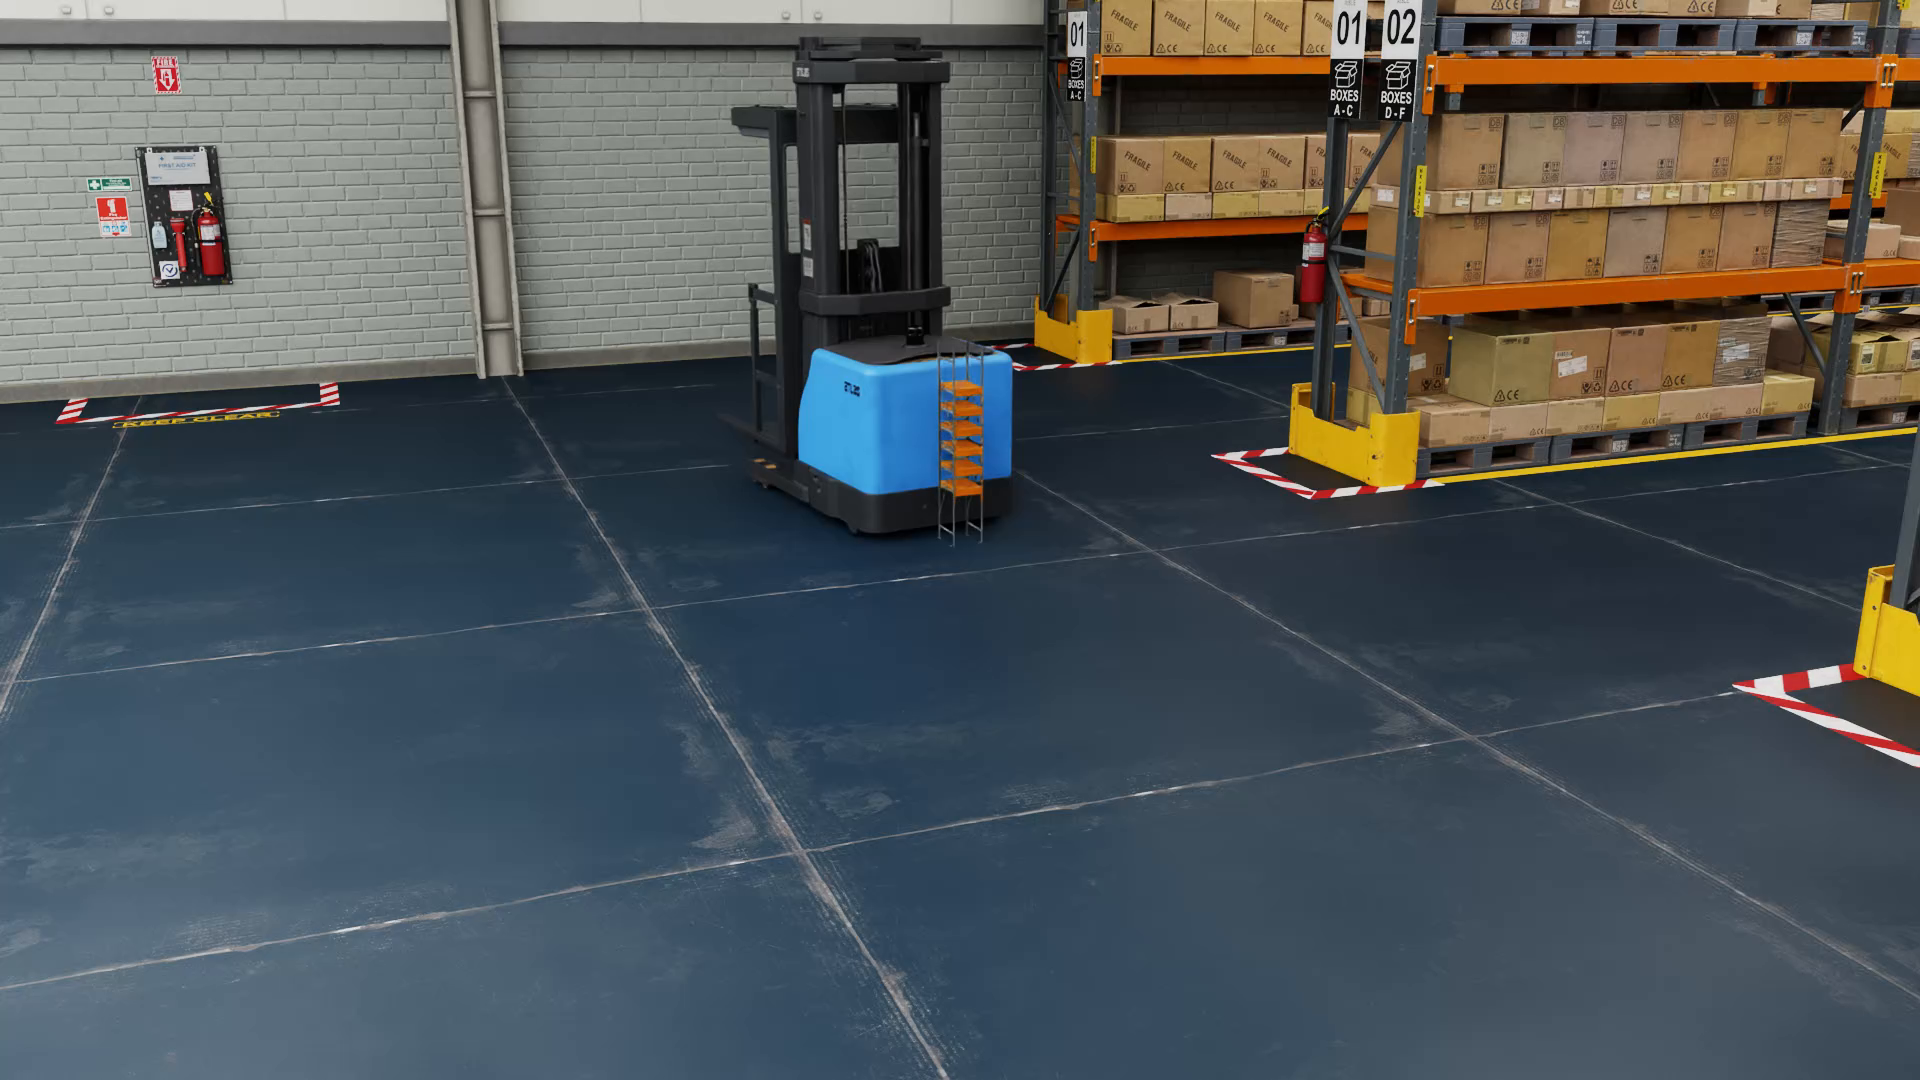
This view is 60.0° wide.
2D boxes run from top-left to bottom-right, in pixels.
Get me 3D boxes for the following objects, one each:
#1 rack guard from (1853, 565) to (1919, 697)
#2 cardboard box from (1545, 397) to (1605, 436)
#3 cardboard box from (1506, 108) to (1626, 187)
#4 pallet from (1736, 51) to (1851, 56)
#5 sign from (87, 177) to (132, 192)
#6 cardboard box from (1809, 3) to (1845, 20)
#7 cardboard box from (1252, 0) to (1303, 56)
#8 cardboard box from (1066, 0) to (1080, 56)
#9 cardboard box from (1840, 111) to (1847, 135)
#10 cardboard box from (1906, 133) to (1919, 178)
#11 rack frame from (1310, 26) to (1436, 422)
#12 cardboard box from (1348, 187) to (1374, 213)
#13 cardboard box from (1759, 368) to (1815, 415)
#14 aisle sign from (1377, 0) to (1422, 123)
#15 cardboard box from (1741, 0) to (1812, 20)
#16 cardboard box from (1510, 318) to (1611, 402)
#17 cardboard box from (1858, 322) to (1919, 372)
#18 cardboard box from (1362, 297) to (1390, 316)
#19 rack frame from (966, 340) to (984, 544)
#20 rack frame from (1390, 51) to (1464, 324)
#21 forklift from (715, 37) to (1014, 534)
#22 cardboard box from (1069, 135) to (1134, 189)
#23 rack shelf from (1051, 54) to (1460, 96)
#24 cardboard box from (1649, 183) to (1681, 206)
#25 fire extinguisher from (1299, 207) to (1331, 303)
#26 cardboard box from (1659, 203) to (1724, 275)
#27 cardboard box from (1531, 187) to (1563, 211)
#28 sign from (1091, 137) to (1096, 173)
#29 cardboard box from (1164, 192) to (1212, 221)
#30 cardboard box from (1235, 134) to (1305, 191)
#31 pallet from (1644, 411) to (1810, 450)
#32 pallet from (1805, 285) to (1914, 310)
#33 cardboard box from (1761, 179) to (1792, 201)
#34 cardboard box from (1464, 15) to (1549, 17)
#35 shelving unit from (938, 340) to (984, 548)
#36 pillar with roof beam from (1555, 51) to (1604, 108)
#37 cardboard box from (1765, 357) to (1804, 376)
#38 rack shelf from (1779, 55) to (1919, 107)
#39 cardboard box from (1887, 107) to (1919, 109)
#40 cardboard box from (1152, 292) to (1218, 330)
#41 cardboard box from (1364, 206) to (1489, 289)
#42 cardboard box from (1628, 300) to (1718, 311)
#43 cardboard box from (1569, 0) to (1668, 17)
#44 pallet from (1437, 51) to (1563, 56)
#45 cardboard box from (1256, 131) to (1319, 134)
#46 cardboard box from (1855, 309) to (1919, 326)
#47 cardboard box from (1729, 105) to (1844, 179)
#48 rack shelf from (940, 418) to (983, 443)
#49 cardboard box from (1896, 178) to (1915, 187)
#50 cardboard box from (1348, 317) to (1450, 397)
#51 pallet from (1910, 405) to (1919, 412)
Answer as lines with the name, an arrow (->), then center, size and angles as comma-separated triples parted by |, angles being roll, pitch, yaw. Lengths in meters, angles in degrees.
rack guard -> 4.630, 0.515, 7.456 | 0.348, 0.500, 1.175 | -6, 17, -20
cardboard box -> 4.320, -0.947, 12.134 | 0.500, 0.250, 0.500 | -6, 17, -20
cardboard box -> 4.256, -2.792, 11.804 | 0.500, 0.500, 0.700 | -6, 17, -20
pallet -> 9.083, -5.504, 18.531 | 1.003, 0.211, 1.213 | -5, 17, -18
sign -> -7.095, -2.965, 13.869 | 0.331, 0.109, 0.001 | -6, 17, -20
cardboard box -> 9.409, -5.907, 18.606 | 0.500, 0.500, 0.700 | -7, 18, -23
cardboard box -> 2.923, -4.893, 15.900 | 0.500, 0.500, 0.500 | -5, 17, -17
cardboard box -> 1.330, -4.876, 15.842 | 0.500, 0.500, 0.500 | -5, 17, -16
cardboard box -> 9.519, -4.669, 18.604 | 0.500, 0.250, 0.500 | -6, 18, -21
cardboard box -> 10.951, -4.465, 19.239 | 0.500, 0.500, 0.500 | -6, 17, -20
rack frame -> 2.807, -1.967, 11.474 | 0.127, 3.000, 1.000 | -6, 17, -20
cardboard box -> 3.964, -3.436, 16.705 | 0.500, 0.250, 0.500 | -6, 17, -20
cardboard box -> 6.187, -1.149, 12.821 | 0.500, 0.250, 0.500 | -6, 17, -20
aisle sign -> 2.855, -3.128, 10.811 | 0.004, 0.787, 0.394 | -6, 17, -20
cardboard box -> 5.977, -4.145, 12.395 | 0.500, 0.500, 0.500 | -5, 17, -16
cardboard box -> 4.316, -1.310, 12.038 | 0.500, 0.500, 0.500 | -6, 17, -20
cardboard box -> 7.486, -1.547, 13.183 | 0.500, 0.311, 0.500 | -6, 18, -21
cardboard box -> 4.277, -2.464, 17.411 | 0.250, 0.166, 0.380 | -9, 18, -27
rack frame -> 0.086, -0.580, 9.942 | 0.006, 1.200, 0.240 | -7, 18, -23
rack frame -> 4.766, -3.674, 17.285 | 0.127, 3.000, 1.000 | -6, 17, -20
forklift -> -0.818, -1.809, 11.057 | 1.130, 2.935, 3.031 | -9, 19, -28
cardboard box -> 1.395, -3.671, 16.176 | 0.500, 0.500, 0.500 | -6, 18, -21
rack shelf -> 2.898, -4.566, 16.277 | 4.000, 0.370, 1.077 | -6, 17, -20
cardboard box -> 4.932, -2.491, 11.928 | 0.250, 0.149, 0.380 | -6, 17, -18
fire extinguisher -> 2.530, -2.041, 11.861 | 0.183, 0.674, 0.296 | -6, 17, -20
cardboard box -> 5.170, -2.268, 12.320 | 0.500, 0.500, 0.700 | -6, 17, -19
cardboard box -> 3.966, -2.387, 11.573 | 0.250, 0.149, 0.380 | -6, 18, -21
sign -> 1.225, -3.543, 15.303 | 0.005, 0.325, 0.100 | -6, 17, -20
cardboard box -> 2.080, -3.230, 16.004 | 0.500, 0.250, 0.500 | -7, 18, -22
cardboard box -> 3.012, -3.690, 16.239 | 0.500, 0.500, 0.500 | -6, 17, -18
pallet -> 5.784, -0.964, 13.005 | 1.213, 0.211, 1.003 | -6, 17, -20
pallet -> 10.402, -2.921, 19.669 | 1.213, 0.211, 1.003 | -6, 17, -20
cardboard box -> 5.890, -2.595, 12.282 | 0.250, 0.149, 0.380 | -7, 18, -22
cardboard box -> 3.788, -3.789, 11.626 | 0.500, 0.250, 0.500 | -6, 17, -20
shelving unit -> 0.003, -0.569, 9.907 | 0.189, 1.200, 0.258 | -7, 18, -23
pillar with roof beam -> 8.518, -5.919, 14.284 | 0.400, 9.000, 9.100 | -6, 17, -20
cardboard box -> 6.826, -1.371, 13.578 | 0.500, 0.250, 0.500 | -6, 18, -21
rack shelf -> 8.410, -3.666, 13.213 | 4.000, 0.370, 1.077 | -6, 17, -20
cardboard box -> 11.227, -5.008, 19.757 | 0.500, 0.250, 0.500 | -6, 17, -19
cardboard box -> 2.241, -2.295, 16.581 | 0.500, 0.311, 0.500 | -5, 17, -15
cardboard box -> 3.247, -2.059, 11.609 | 0.500, 0.500, 0.700 | -6, 17, -20
cardboard box -> 5.533, -1.596, 13.013 | 0.500, 0.500, 0.500 | -6, 17, -20
cardboard box -> 4.455, -3.819, 11.284 | 0.500, 0.500, 0.500 | -6, 17, -20
pallet -> 5.381, -5.057, 17.005 | 1.003, 0.211, 1.213 | -6, 17, -20
cardboard box -> 3.301, -3.879, 16.883 | 0.500, 0.500, 0.500 | -6, 17, -19
cardboard box -> 7.768, -1.742, 13.846 | 0.500, 0.311, 0.500 | -6, 17, -20
cardboard box -> 6.130, -2.995, 12.493 | 0.500, 0.500, 0.700 | -6, 17, -20
rack shelf -> 0.003, -0.642, 9.886 | 0.180, 0.103, 0.258 | -7, 18, -23
cardboard box -> 10.820, -4.144, 19.297 | 0.250, 0.149, 0.380 | -7, 18, -22
cardboard box -> 3.201, -1.342, 12.148 | 0.500, 0.500, 0.500 | -6, 17, -20
pallet -> 8.357, -1.241, 13.951 | 1.213, 0.211, 1.003 | -6, 17, -20
